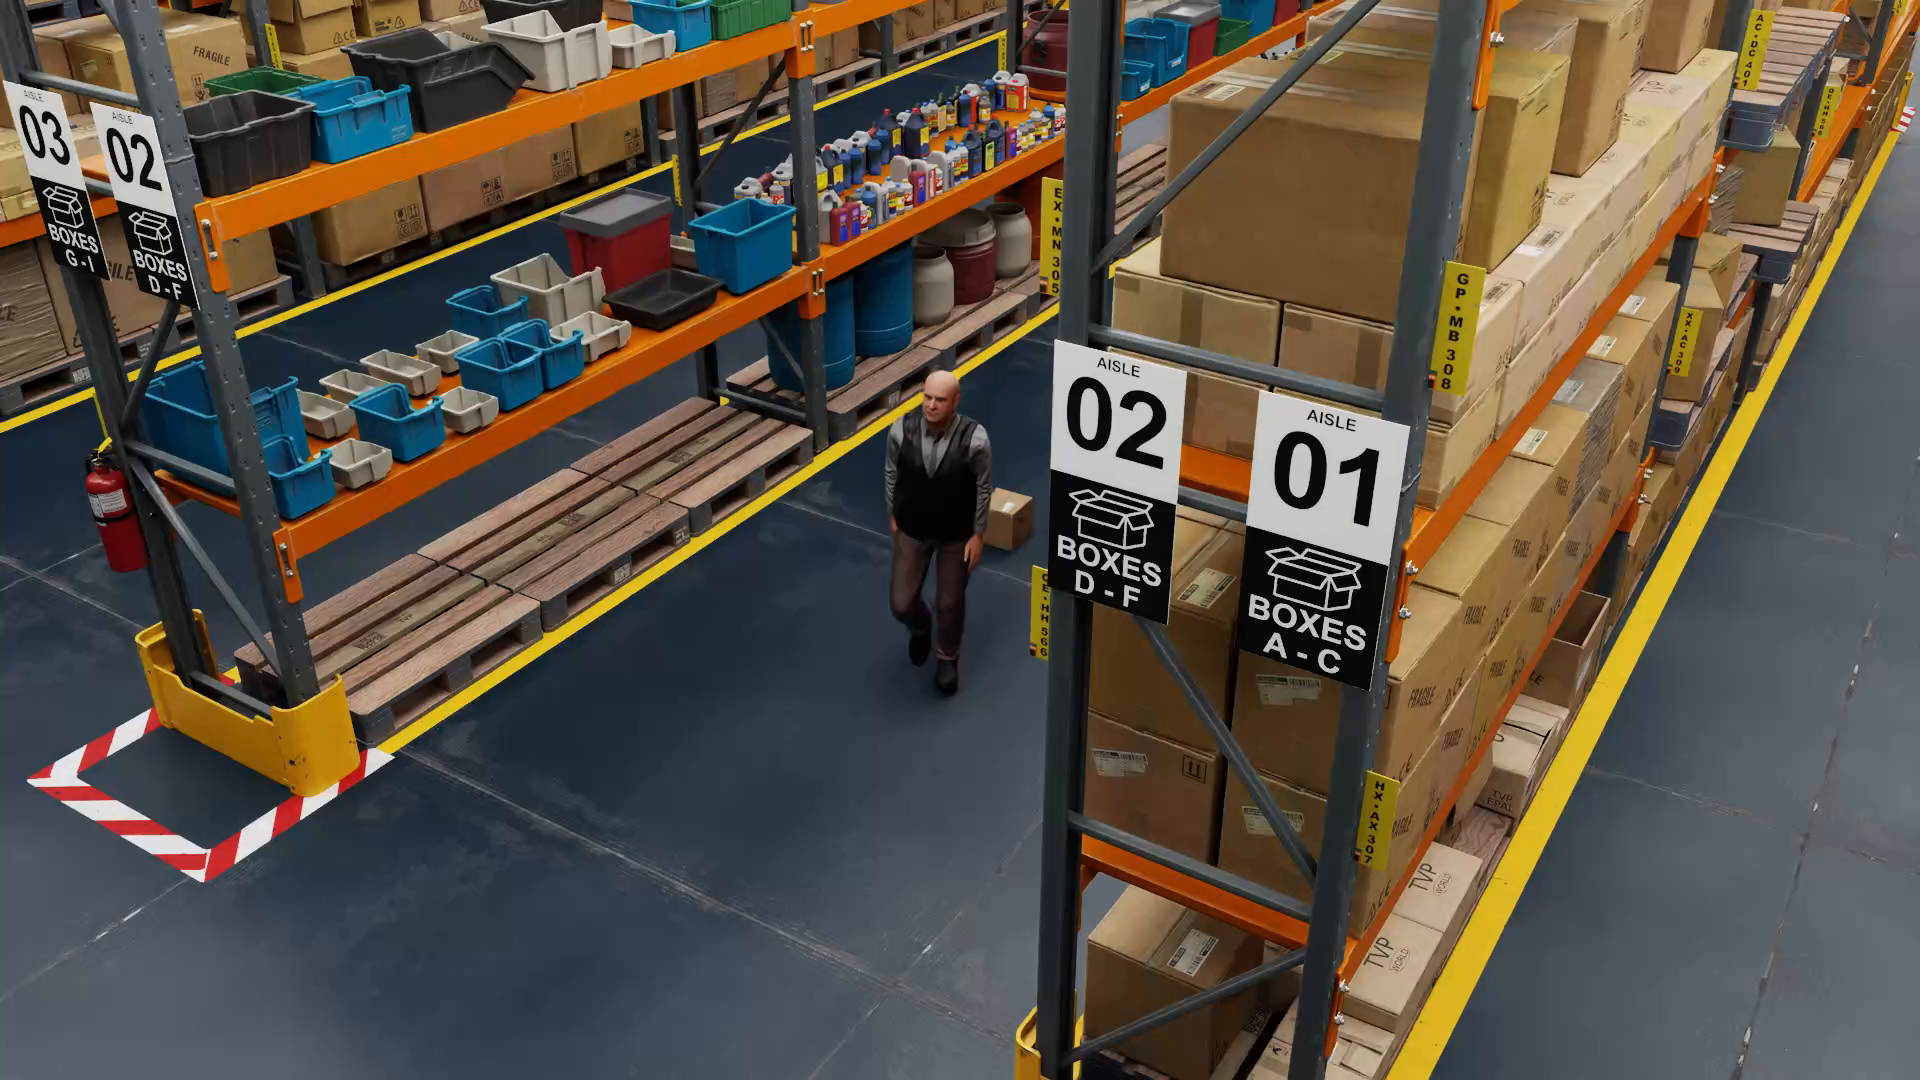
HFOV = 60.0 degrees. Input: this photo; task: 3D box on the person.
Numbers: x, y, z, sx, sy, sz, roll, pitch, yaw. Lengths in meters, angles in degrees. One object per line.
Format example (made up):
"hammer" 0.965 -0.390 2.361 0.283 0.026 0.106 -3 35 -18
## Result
"person" -0.113 -0.047 8.246 0.546 1.719 0.473 5 31 8
